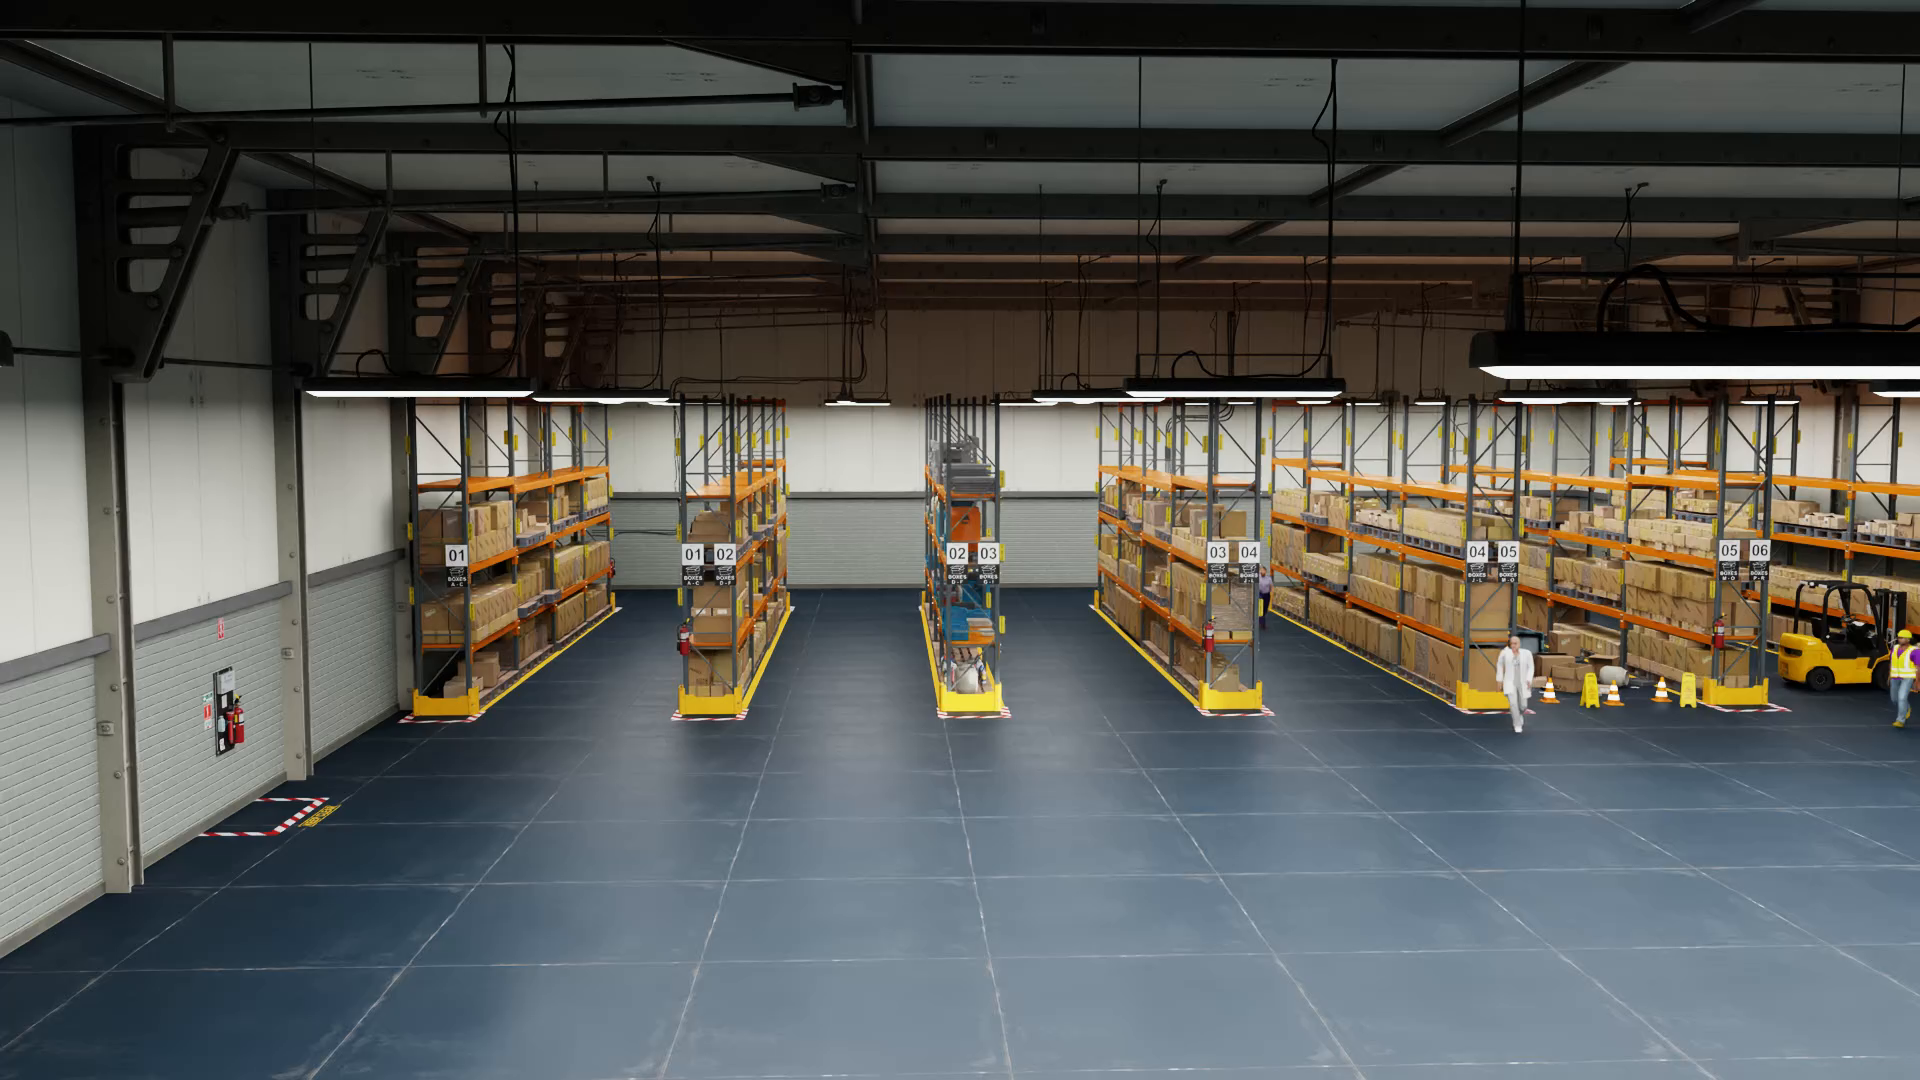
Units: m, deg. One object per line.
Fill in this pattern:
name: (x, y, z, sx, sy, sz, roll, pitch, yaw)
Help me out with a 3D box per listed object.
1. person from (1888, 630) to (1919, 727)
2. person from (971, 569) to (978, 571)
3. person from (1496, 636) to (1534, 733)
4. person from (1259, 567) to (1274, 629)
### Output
person: (17.034, 2.479, 29.965, 0.875, 1.743, 0.579, -3, 5, -34)
person: (0.656, 0.935, 49.322, 0.590, 1.722, 1.054, -1, 5, -11)
person: (9.899, 2.542, 29.656, 0.620, 1.695, 0.848, 1, 5, 11)
person: (7.935, 1.485, 43.389, 0.480, 1.588, 1.034, 0, 5, -5)
